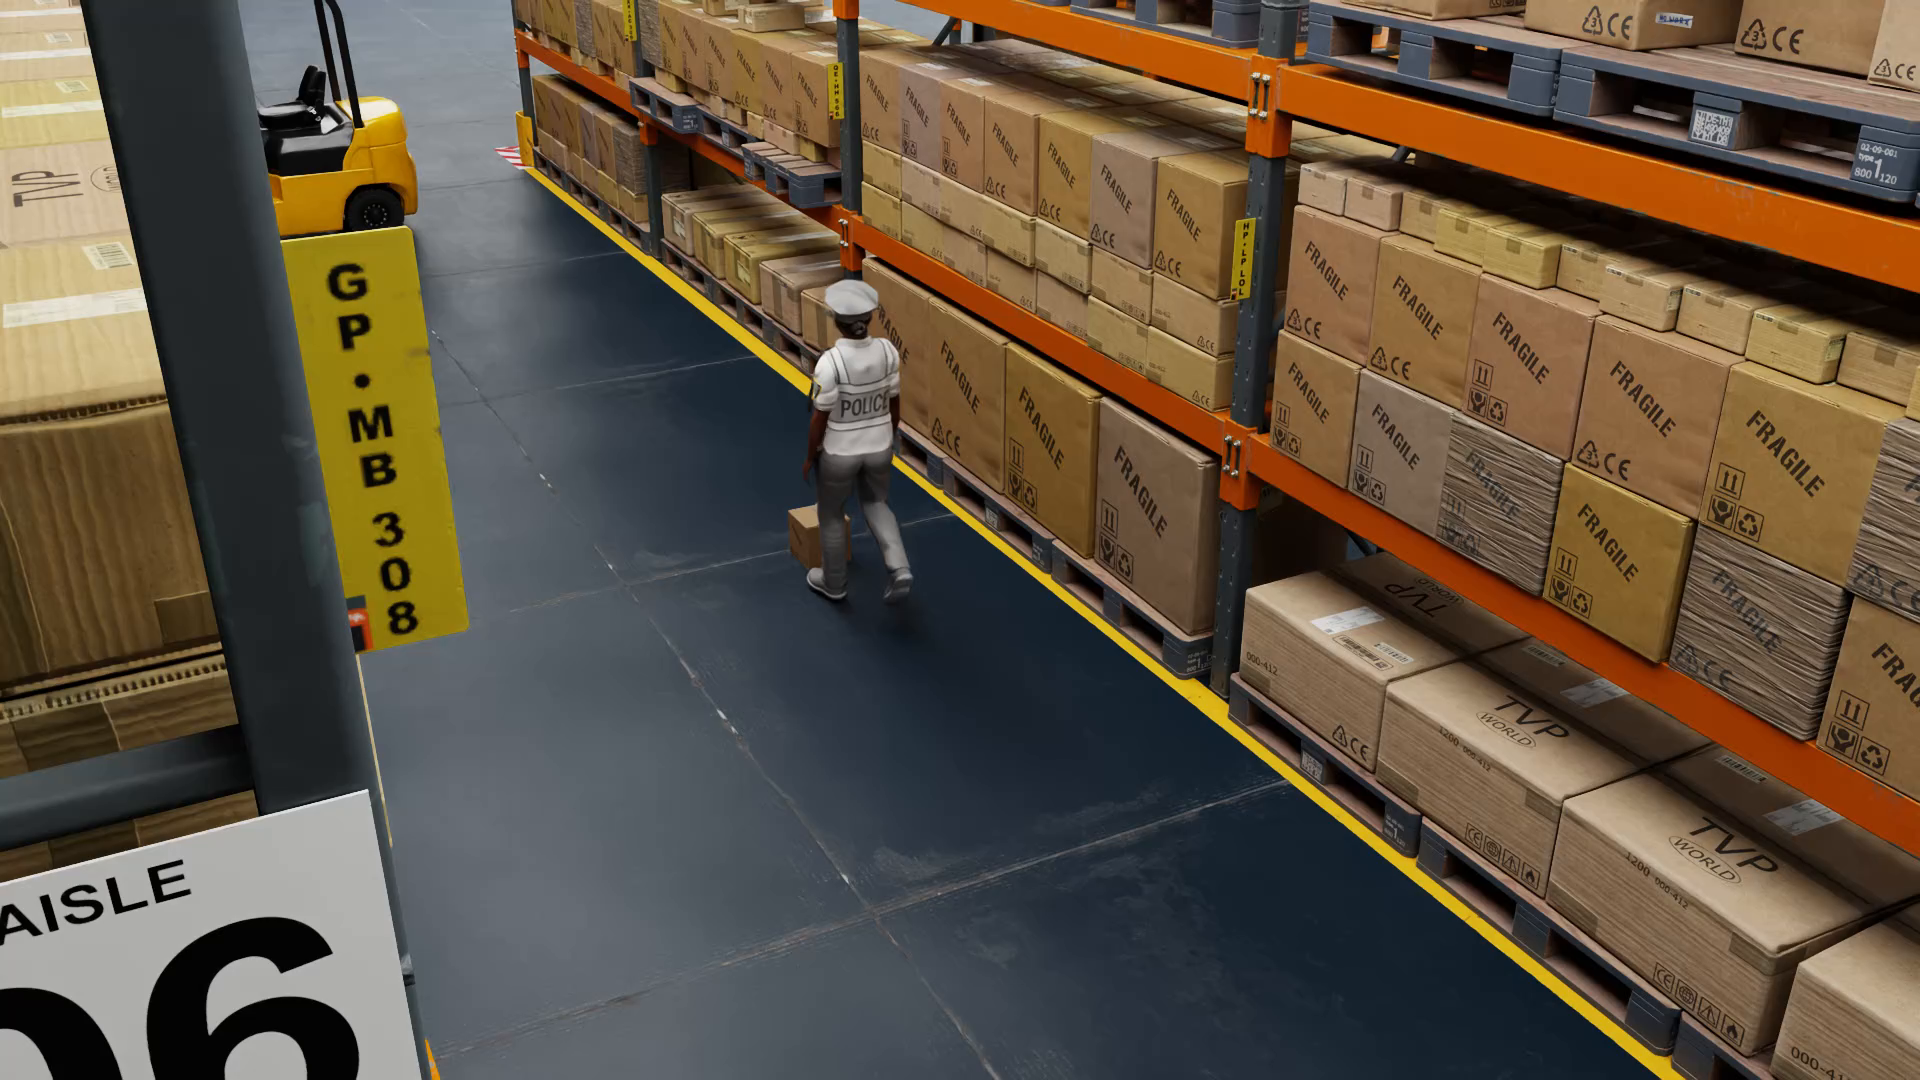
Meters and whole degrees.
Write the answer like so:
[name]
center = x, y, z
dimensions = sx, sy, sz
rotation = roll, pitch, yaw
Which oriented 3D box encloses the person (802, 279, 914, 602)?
[person]
center = -0.523, -0.445, 7.982
dimensions = 0.471, 1.657, 0.675
rotation = -14, 29, -27
